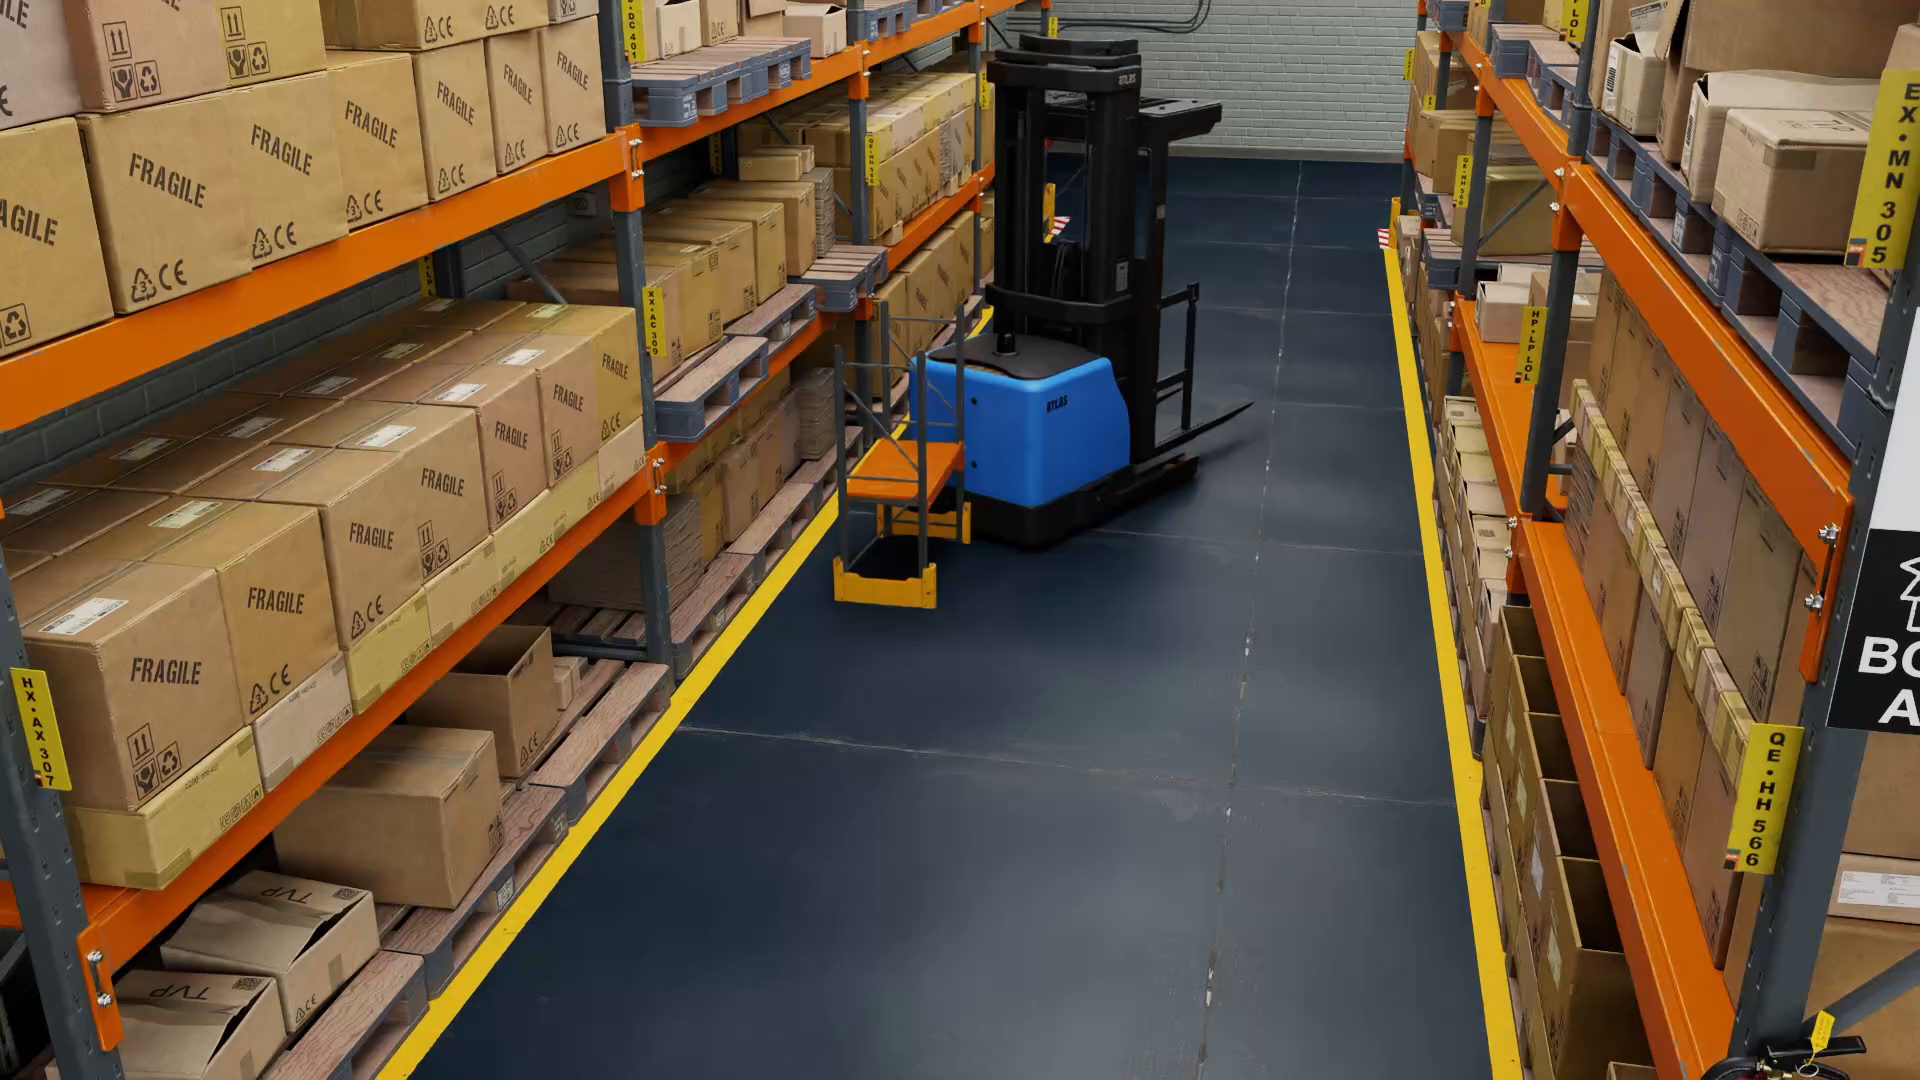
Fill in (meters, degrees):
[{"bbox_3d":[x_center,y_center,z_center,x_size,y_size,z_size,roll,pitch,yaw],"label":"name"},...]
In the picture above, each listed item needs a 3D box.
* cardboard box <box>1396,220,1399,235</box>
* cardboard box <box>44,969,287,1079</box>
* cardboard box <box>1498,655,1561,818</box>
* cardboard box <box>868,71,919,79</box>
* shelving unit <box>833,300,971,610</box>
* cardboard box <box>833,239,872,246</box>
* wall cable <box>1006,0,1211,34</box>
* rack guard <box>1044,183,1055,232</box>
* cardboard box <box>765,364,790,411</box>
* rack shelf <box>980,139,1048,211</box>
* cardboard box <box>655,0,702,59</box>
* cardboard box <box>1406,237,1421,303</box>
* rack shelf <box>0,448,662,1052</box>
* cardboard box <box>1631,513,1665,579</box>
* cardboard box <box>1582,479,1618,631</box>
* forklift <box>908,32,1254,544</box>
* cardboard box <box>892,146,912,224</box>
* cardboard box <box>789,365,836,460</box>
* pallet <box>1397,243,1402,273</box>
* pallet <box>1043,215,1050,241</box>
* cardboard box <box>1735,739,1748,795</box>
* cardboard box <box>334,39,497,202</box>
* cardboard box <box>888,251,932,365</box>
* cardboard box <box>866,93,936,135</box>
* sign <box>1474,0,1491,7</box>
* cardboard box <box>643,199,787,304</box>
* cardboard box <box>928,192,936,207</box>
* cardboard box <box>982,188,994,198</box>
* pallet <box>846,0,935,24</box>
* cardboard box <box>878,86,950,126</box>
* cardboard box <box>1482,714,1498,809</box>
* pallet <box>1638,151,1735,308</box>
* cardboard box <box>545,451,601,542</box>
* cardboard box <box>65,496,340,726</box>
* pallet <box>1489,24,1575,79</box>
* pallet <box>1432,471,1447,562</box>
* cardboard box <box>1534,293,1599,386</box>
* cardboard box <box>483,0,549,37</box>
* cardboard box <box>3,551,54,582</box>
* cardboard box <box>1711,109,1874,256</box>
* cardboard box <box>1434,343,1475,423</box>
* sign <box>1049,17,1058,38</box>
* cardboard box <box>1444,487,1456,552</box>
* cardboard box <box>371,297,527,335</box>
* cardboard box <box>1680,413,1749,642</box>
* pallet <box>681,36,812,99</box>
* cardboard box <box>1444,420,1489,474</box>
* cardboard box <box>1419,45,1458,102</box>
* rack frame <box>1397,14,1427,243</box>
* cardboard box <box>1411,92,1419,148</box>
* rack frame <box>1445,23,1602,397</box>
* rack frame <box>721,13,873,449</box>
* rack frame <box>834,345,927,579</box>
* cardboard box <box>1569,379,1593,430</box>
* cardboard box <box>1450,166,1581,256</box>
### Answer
[{"bbox_3d":[4.878,-3.326,17.799,0.380,0.166,0.250,4,22,11],"label":"cardboard box"},{"bbox_3d":[-2.534,1.618,5.331,0.500,0.311,0.500,2,22,5],"label":"cardboard box"},{"bbox_3d":[2.407,0.797,6.475,0.500,0.500,0.500,4,22,11],"label":"cardboard box"},{"bbox_3d":[-0.664,-3.961,14.610,0.500,0.250,0.500,5,23,13],"label":"cardboard box"},{"bbox_3d":[-0.325,-0.521,9.640,0.587,1.500,1.083,4,22,11],"label":"shelving unit"},{"bbox_3d":[-0.837,-2.100,11.862,0.380,0.149,0.250,4,22,10],"label":"cardboard box"},{"bbox_3d":[2.005,-8.414,23.357,3.097,2.526,0.112,4,22,11],"label":"wall cable"},{"bbox_3d":[0.506,-3.880,19.318,1.175,0.500,0.348,4,22,11],"label":"rack guard"},{"bbox_3d":[-1.405,-1.026,10.639,0.500,0.250,0.500,5,22,12],"label":"cardboard box"},{"bbox_3d":[0.093,-3.965,17.147,1.077,0.370,4.000,4,22,11],"label":"rack shelf"},{"bbox_3d":[-1.632,-2.606,8.350,0.500,0.311,0.500,5,23,13],"label":"cardboard box"},{"bbox_3d":[4.374,-2.466,15.218,0.500,0.500,0.500,4,22,11],"label":"cardboard box"},{"bbox_3d":[-2.356,0.423,6.250,1.077,0.370,4.000,4,22,11],"label":"rack shelf"},{"bbox_3d":[2.346,0.038,5.243,0.380,0.149,0.250,4,22,10],"label":"cardboard box"},{"bbox_3d":[2.717,0.044,6.095,0.700,0.500,0.500,4,22,10],"label":"cardboard box"},{"bbox_3d":[0.975,-1.814,10.935,1.130,2.935,3.031,16,27,35],"label":"forklift"},{"bbox_3d":[-0.666,-2.647,12.353,0.500,0.500,0.500,5,23,13],"label":"cardboard box"},{"bbox_3d":[-1.227,-0.882,11.285,0.700,0.500,0.500,5,22,12],"label":"cardboard box"},{"bbox_3d":[5.174,-3.041,17.622,1.003,0.211,1.213,4,22,11],"label":"pallet"},{"bbox_3d":[0.415,-3.438,18.609,1.003,0.211,1.213,4,22,11],"label":"pallet"},{"bbox_3d":[2.030,0.600,3.846,0.380,0.149,0.250,5,22,12],"label":"cardboard box"},{"bbox_3d":[-2.000,-1.496,5.876,0.500,0.500,0.500,4,22,9],"label":"cardboard box"},{"bbox_3d":[-0.668,-1.881,13.324,0.750,0.750,0.750,4,22,11],"label":"cardboard box"},{"bbox_3d":[-0.481,-3.359,13.117,0.500,0.250,0.500,4,22,10],"label":"cardboard box"},{"bbox_3d":[3.188,-3.402,10.077,0.100,0.325,0.005,4,22,11],"label":"sign"},{"bbox_3d":[-1.450,-1.725,9.899,0.700,0.500,0.500,4,22,11],"label":"cardboard box"},{"bbox_3d":[-0.409,-2.854,13.734,0.380,0.149,0.250,4,22,9],"label":"cardboard box"},{"bbox_3d":[0.293,-3.472,16.874,0.380,0.149,0.250,4,22,9],"label":"cardboard box"},{"bbox_3d":[-0.827,-4.057,12.650,1.003,0.211,1.213,6,23,13],"label":"pallet"},{"bbox_3d":[-0.378,-3.546,13.580,0.500,0.250,0.500,5,22,12],"label":"cardboard box"},{"bbox_3d":[2.511,0.962,7.069,0.500,0.250,0.500,4,22,11],"label":"cardboard box"},{"bbox_3d":[2.503,-0.857,4.570,1.003,0.211,1.213,4,22,11],"label":"pallet"},{"bbox_3d":[-1.857,-0.204,7.018,0.500,0.250,0.500,5,22,11],"label":"cardboard box"},{"bbox_3d":[-2.261,0.202,5.007,0.500,0.500,0.500,5,22,11],"label":"cardboard box"},{"bbox_3d":[3.668,-2.777,9.472,1.213,0.211,1.003,6,23,13],"label":"pallet"},{"bbox_3d":[3.513,-0.137,10.411,1.003,0.211,1.213,4,22,11],"label":"pallet"},{"bbox_3d":[3.285,-0.967,8.606,0.500,0.500,0.500,4,22,11],"label":"cardboard box"},{"bbox_3d":[-1.886,-2.146,6.154,0.500,0.500,0.500,6,23,14],"label":"cardboard box"},{"bbox_3d":[-2.876,0.345,4.652,0.500,0.500,0.500,4,22,10],"label":"cardboard box"},{"bbox_3d":[2.063,-0.825,3.824,0.500,0.250,0.500,4,22,11],"label":"cardboard box"},{"bbox_3d":[3.680,-1.133,11.908,0.500,0.500,0.500,5,23,13],"label":"cardboard box"},{"bbox_3d":[1.029,-5.631,18.453,0.100,0.325,0.005,4,22,11],"label":"sign"},{"bbox_3d":[3.123,-0.104,9.715,0.500,0.250,0.500,4,22,10],"label":"cardboard box"},{"bbox_3d":[-2.248,-0.773,7.429,0.500,0.500,0.500,4,22,10],"label":"cardboard box"},{"bbox_3d":[2.409,-0.017,4.510,0.700,0.500,0.500,5,22,11],"label":"cardboard box"},{"bbox_3d":[-1.509,-2.543,8.889,1.213,0.211,1.003,4,22,11],"label":"pallet"},{"bbox_3d":[3.226,-0.546,10.062,0.500,0.311,0.500,4,22,10],"label":"cardboard box"},{"bbox_3d":[4.694,-4.462,15.945,0.500,0.500,0.500,4,22,10],"label":"cardboard box"},{"bbox_3d":[5.351,-4.654,17.895,1.000,3.000,0.127,4,22,11],"label":"rack frame"},{"bbox_3d":[4.797,-4.186,16.598,0.500,0.500,0.500,4,22,11],"label":"cardboard box"},{"bbox_3d":[3.719,-1.728,10.630,1.000,3.000,0.127,4,22,11],"label":"rack frame"},{"bbox_3d":[-1.131,-2.105,11.564,1.000,3.000,0.127,4,22,11],"label":"rack frame"},{"bbox_3d":[-0.430,-0.332,9.170,0.500,1.500,0.032,4,22,11],"label":"rack frame"},{"bbox_3d":[2.658,-0.529,6.650,0.380,0.149,0.250,4,22,11],"label":"cardboard box"},{"bbox_3d":[3.737,-2.208,11.126,0.700,0.500,0.500,-3,22,-7],"label":"cardboard box"}]
